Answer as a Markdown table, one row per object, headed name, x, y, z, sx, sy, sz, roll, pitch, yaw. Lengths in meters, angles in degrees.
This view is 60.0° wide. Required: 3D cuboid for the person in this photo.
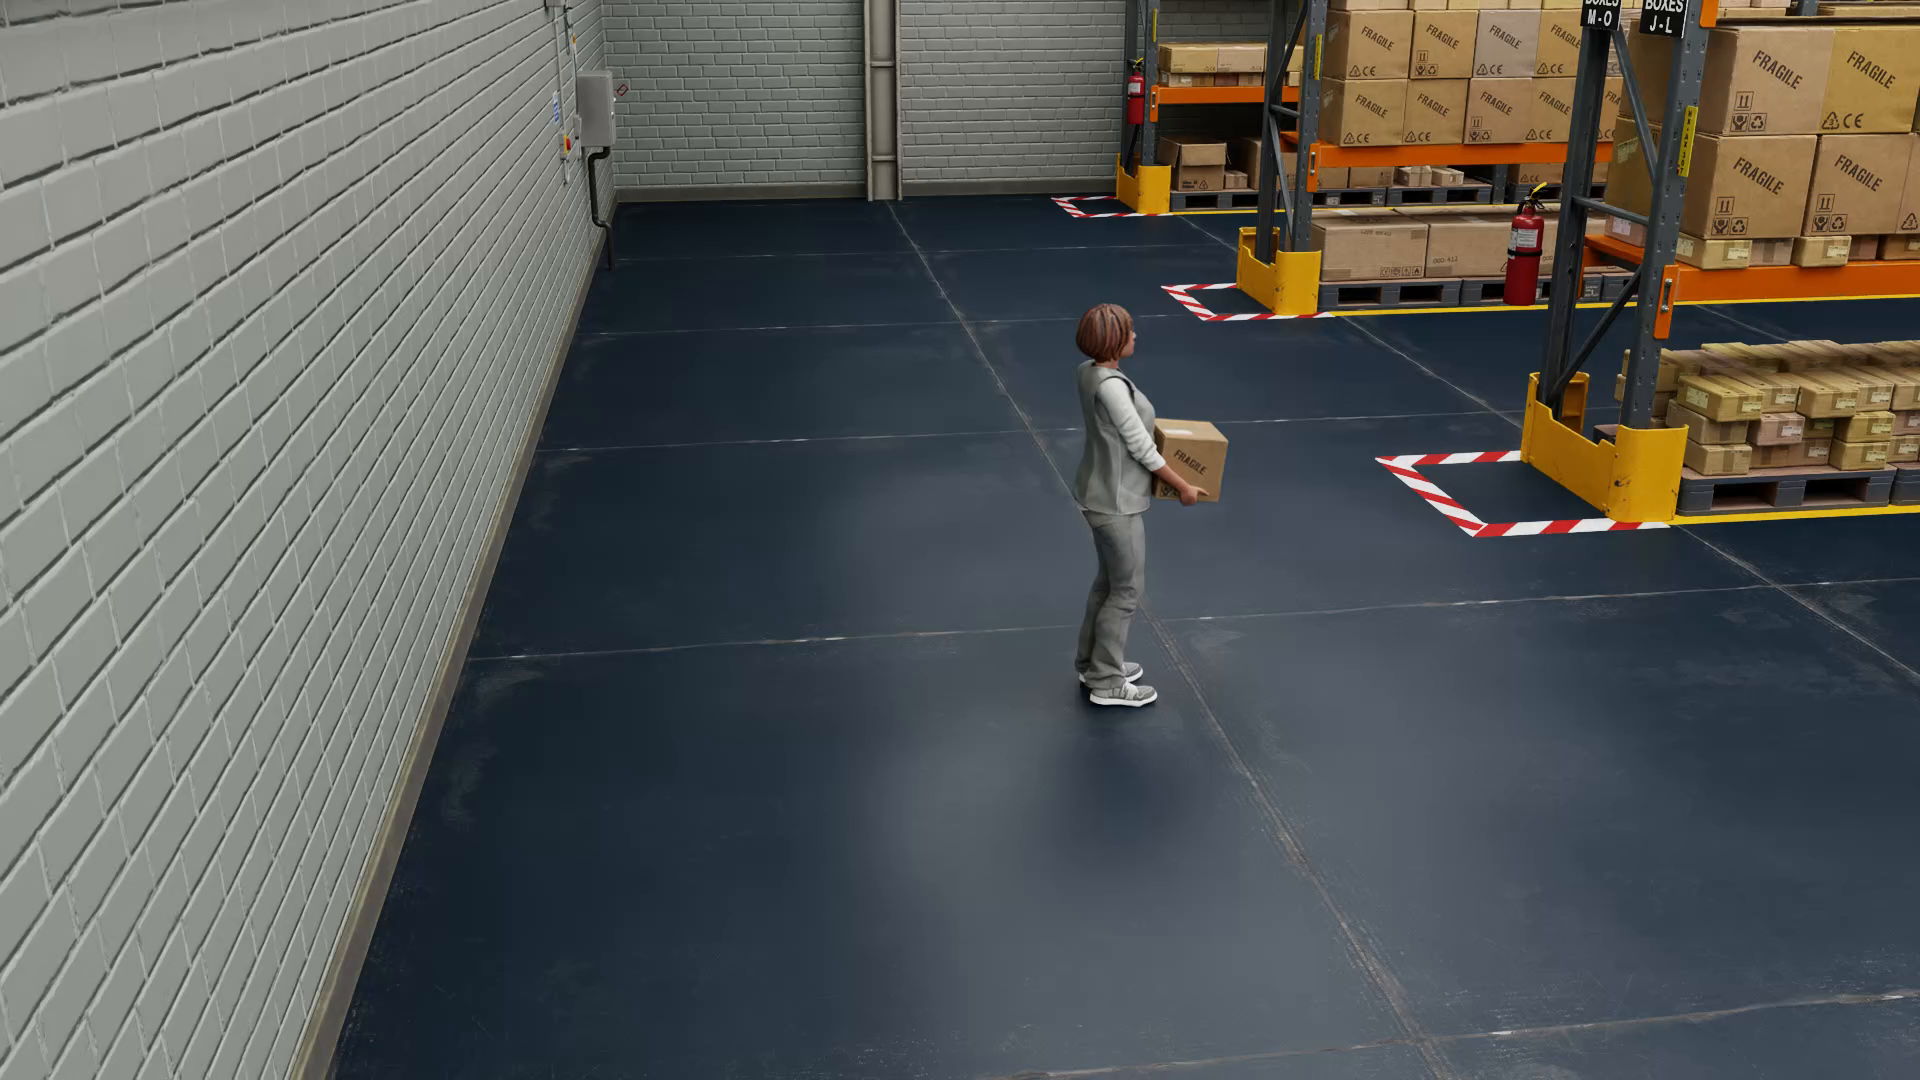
| name | x | y | z | sx | sy | sz | roll | pitch | yaw |
| --- | --- | --- | --- | --- | --- | --- | --- | --- | --- |
| person | 0.685 | -0.139 | 6.474 | 0.497 | 1.588 | 0.406 | -3 | 20 | -7 |
